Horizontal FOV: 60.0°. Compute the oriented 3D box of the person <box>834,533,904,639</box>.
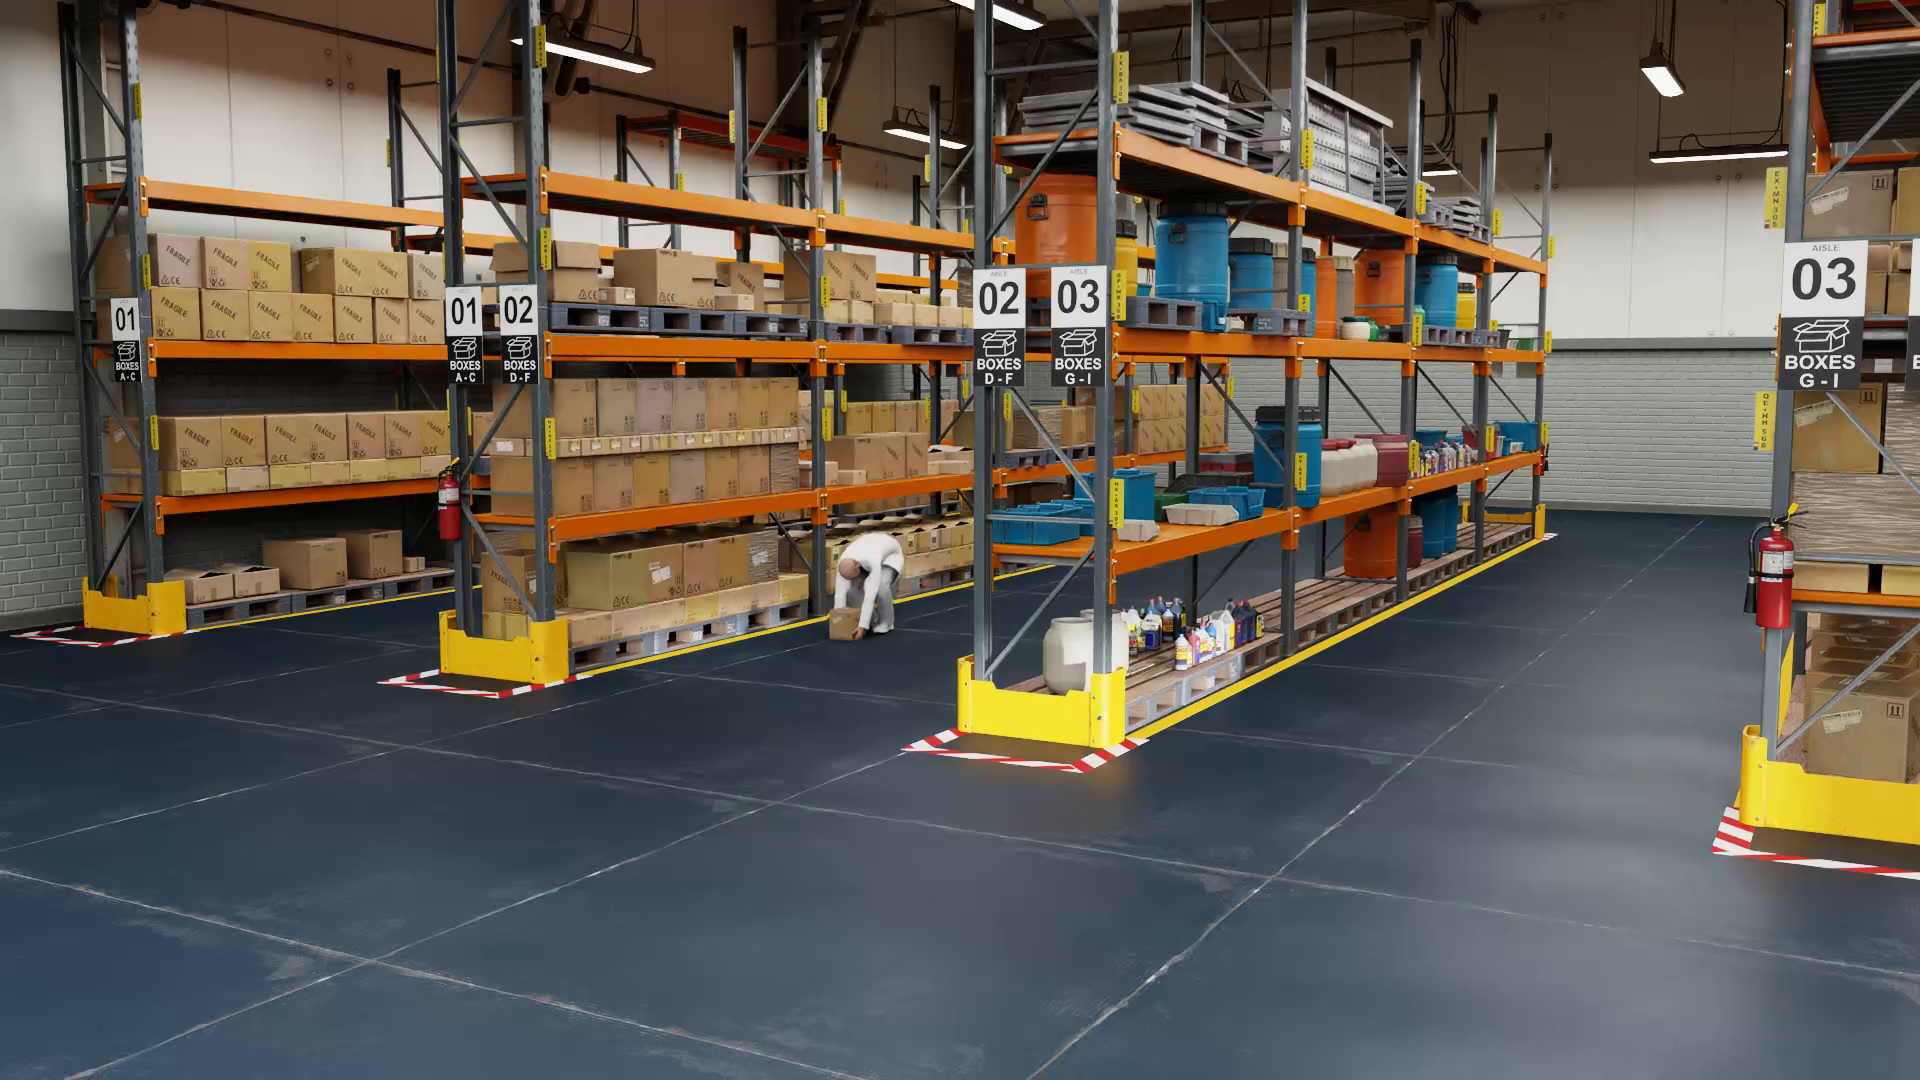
[{"bbox_3d":[-0.895,0.422,15.979,0.586,0.952,0.945,3,6,27],"label":"person"}]
